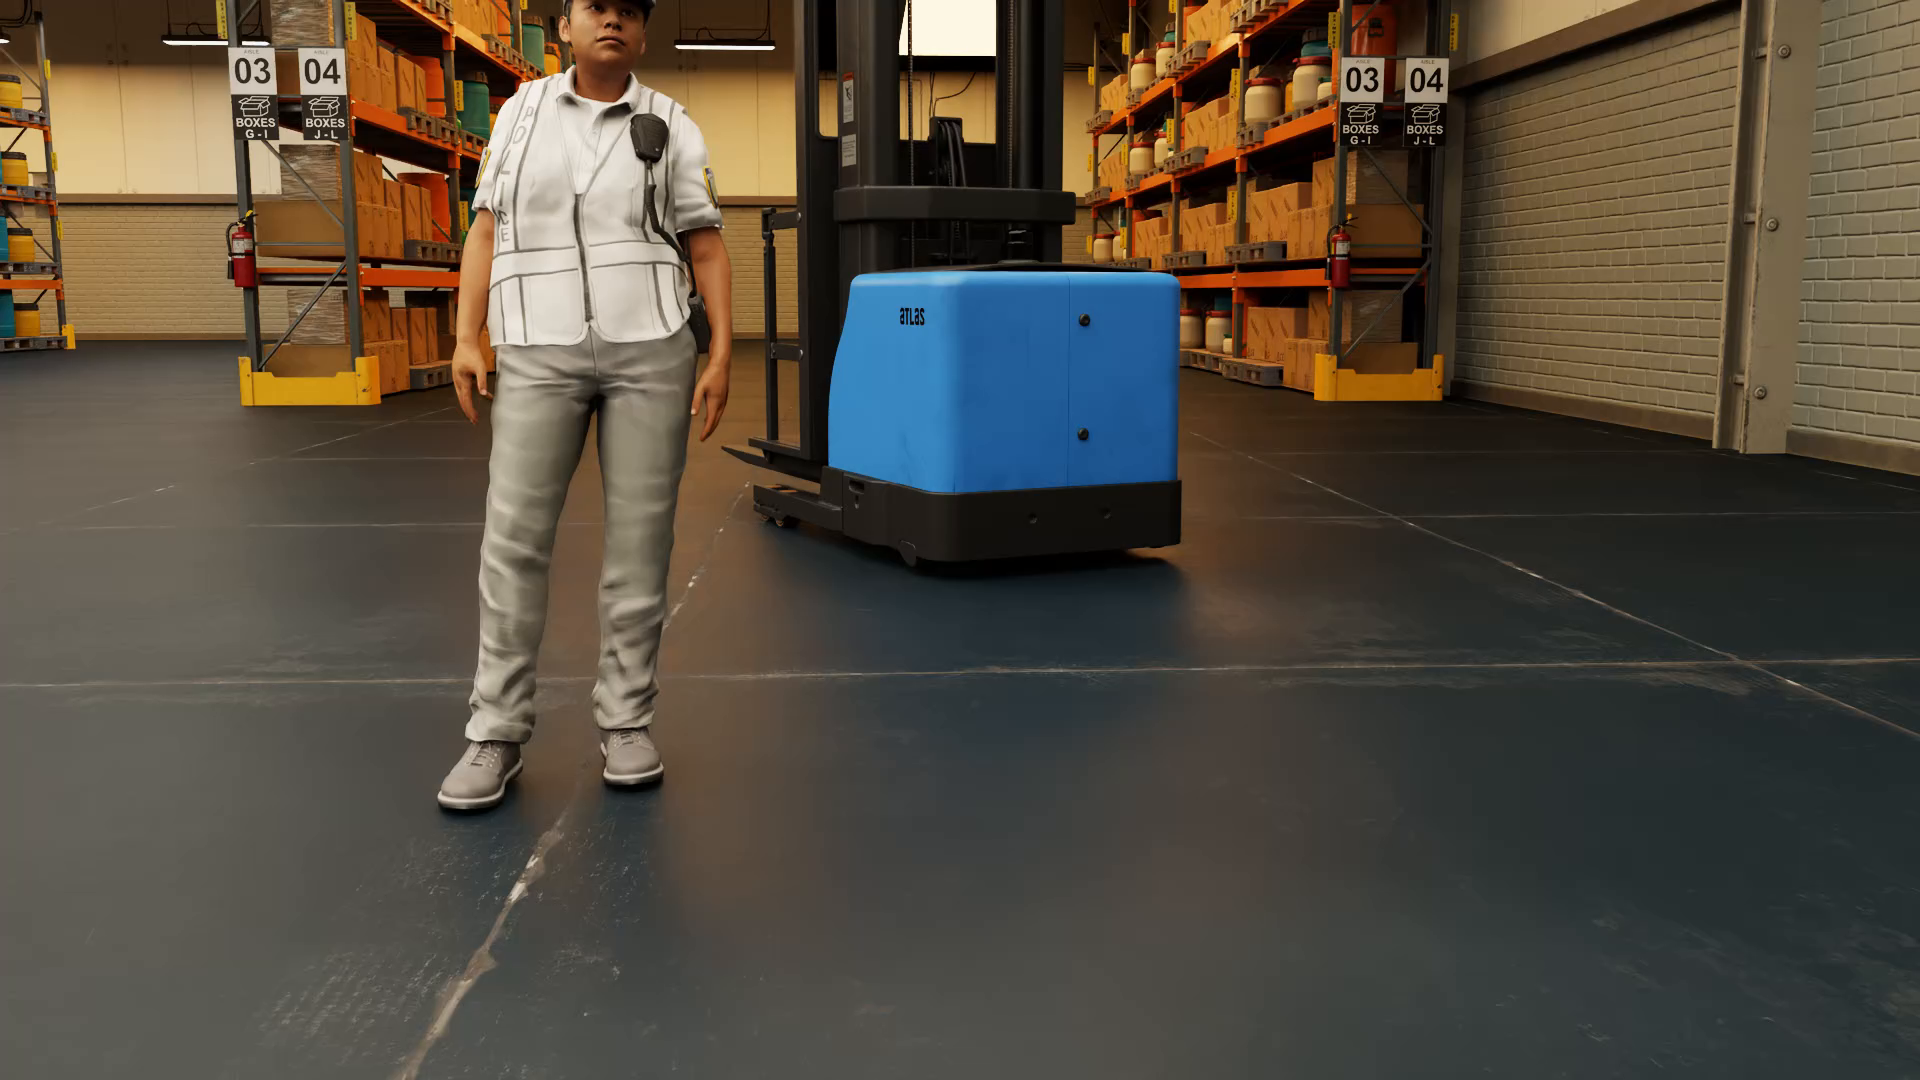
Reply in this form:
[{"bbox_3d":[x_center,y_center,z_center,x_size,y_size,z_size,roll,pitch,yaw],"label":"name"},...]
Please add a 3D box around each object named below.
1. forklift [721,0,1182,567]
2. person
[{"bbox_3d":[-0.264,-1.530,7.137,1.130,2.935,3.031,-4,9,-25],"label":"forklift"},{"bbox_3d":[-0.760,-0.339,3.375,0.598,1.670,0.529,-1,9,-9],"label":"person"}]
